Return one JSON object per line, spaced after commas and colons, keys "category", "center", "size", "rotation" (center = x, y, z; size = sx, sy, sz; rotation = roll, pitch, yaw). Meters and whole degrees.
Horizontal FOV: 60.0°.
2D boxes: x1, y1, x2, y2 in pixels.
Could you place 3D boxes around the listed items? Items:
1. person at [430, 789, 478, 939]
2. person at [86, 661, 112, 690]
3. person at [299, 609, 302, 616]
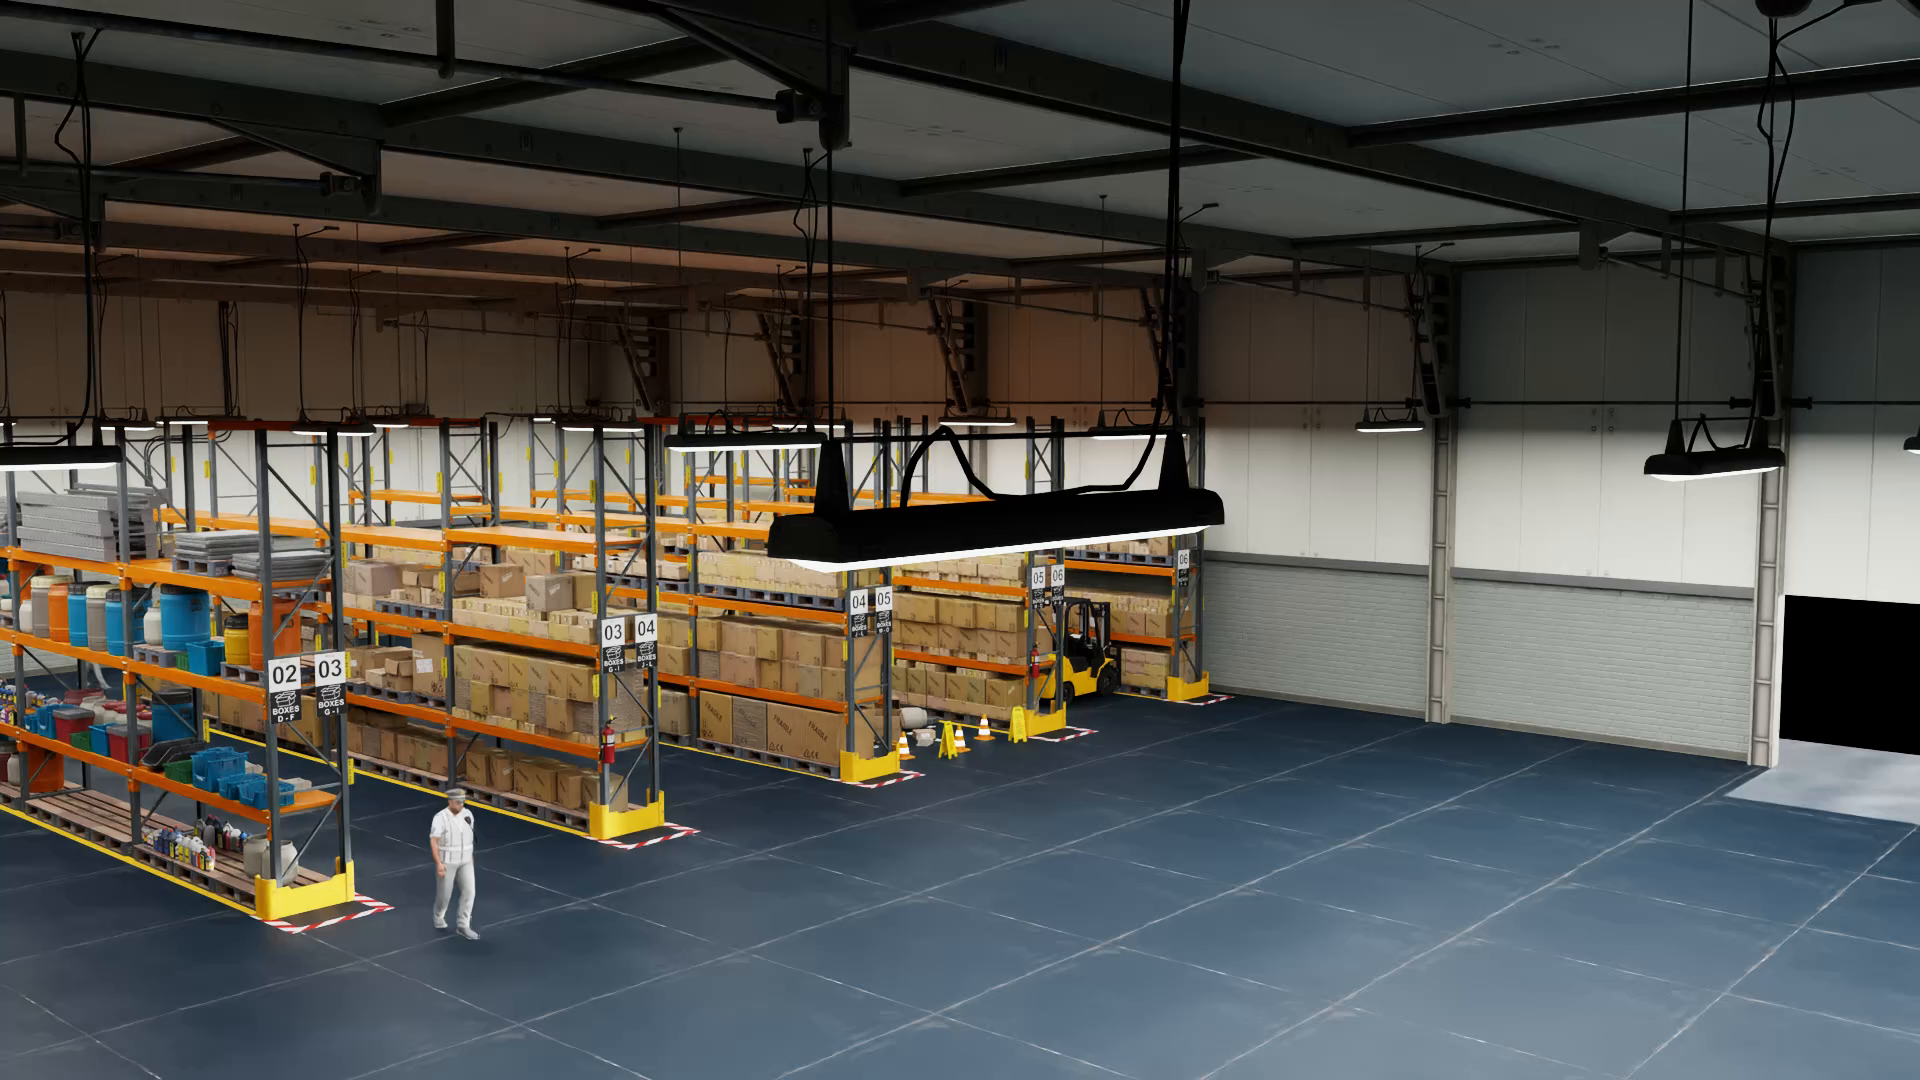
{"category": "person", "center": [-6.007, 3.837, 19.820], "size": [0.777, 1.748, 0.619], "rotation": [4, 6, 42]}
{"category": "person", "center": [-19.154, 2.453, 36.792], "size": [0.915, 1.669, 0.528], "rotation": [1, 5, 8]}
{"category": "person", "center": [-16.005, 2.146, 39.809], "size": [0.500, 1.733, 1.133], "rotation": [-2, 5, -21]}
